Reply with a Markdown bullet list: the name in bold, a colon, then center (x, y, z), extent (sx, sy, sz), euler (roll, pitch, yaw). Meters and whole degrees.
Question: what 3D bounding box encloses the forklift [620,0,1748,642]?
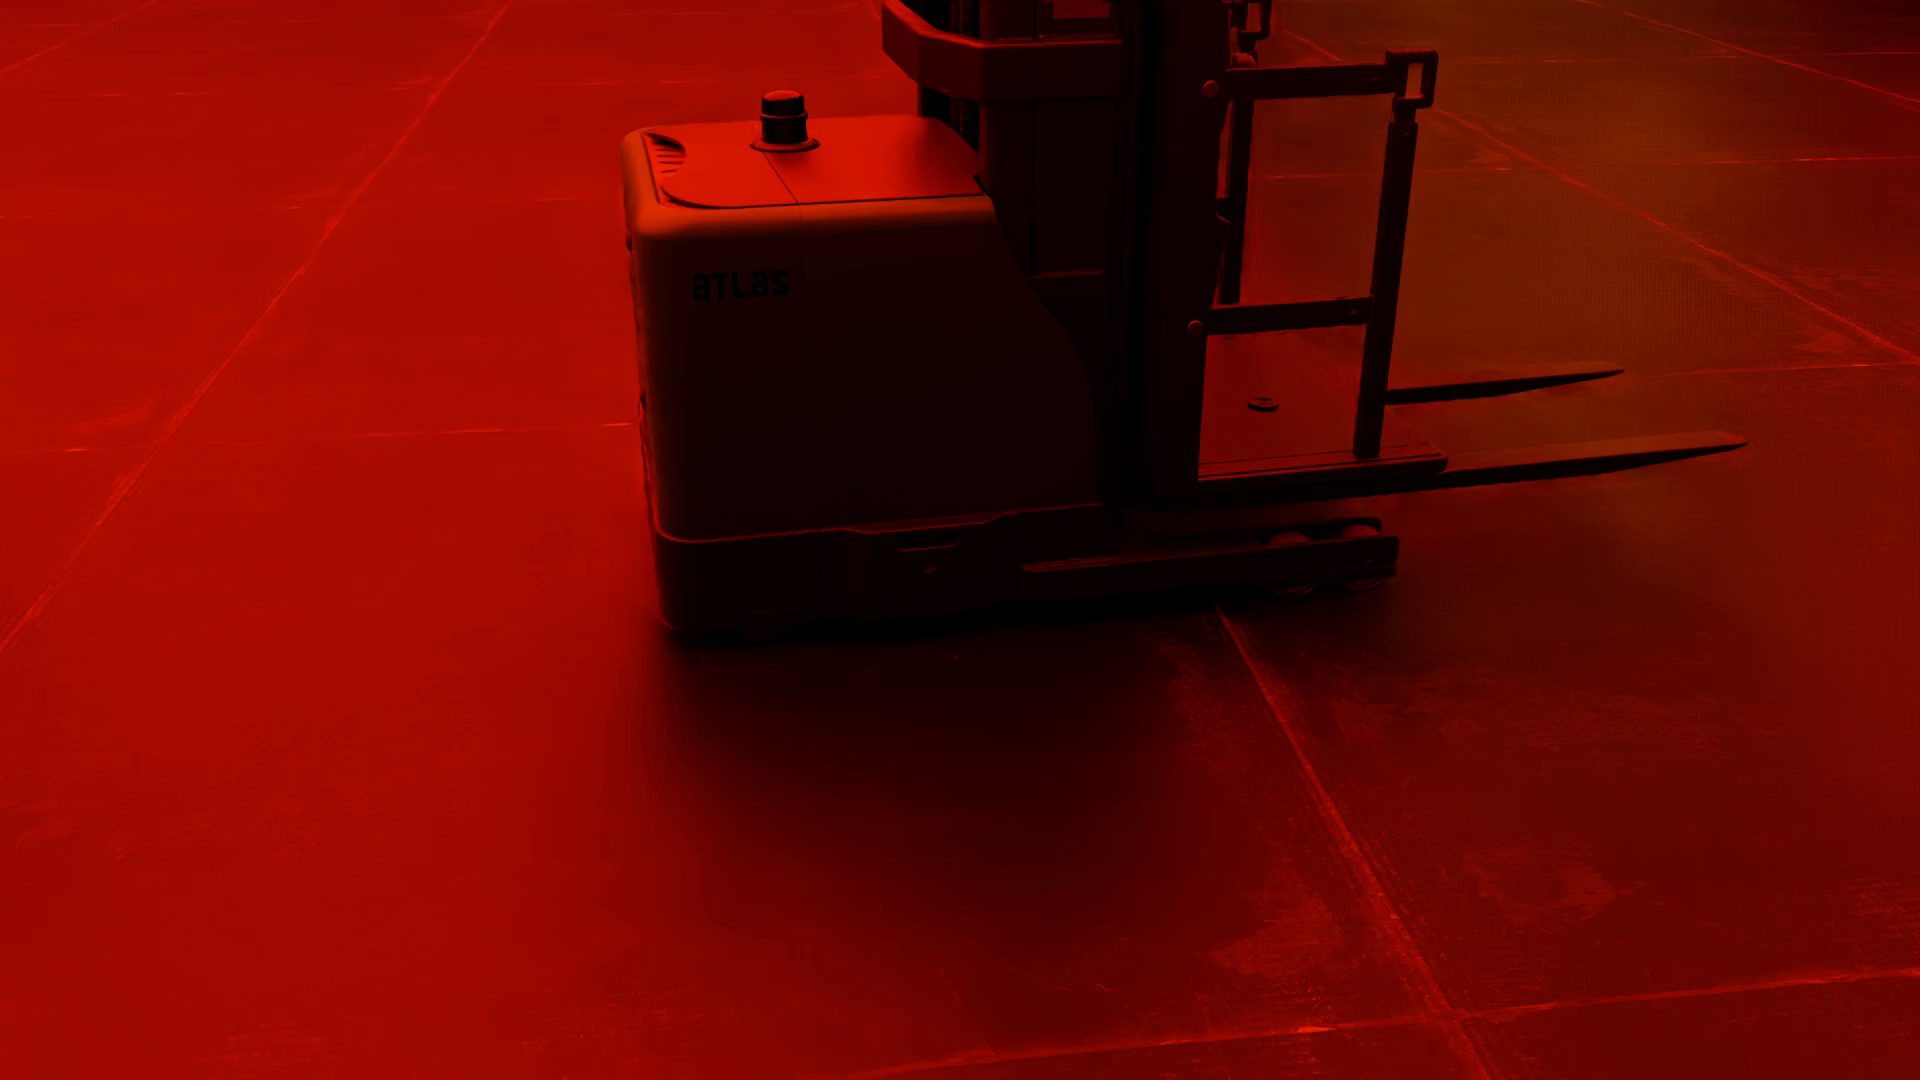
- **forklift**: center (0.662, -1.391, 4.117), extent (3.031, 2.935, 1.130), euler (-6, 26, -11)
